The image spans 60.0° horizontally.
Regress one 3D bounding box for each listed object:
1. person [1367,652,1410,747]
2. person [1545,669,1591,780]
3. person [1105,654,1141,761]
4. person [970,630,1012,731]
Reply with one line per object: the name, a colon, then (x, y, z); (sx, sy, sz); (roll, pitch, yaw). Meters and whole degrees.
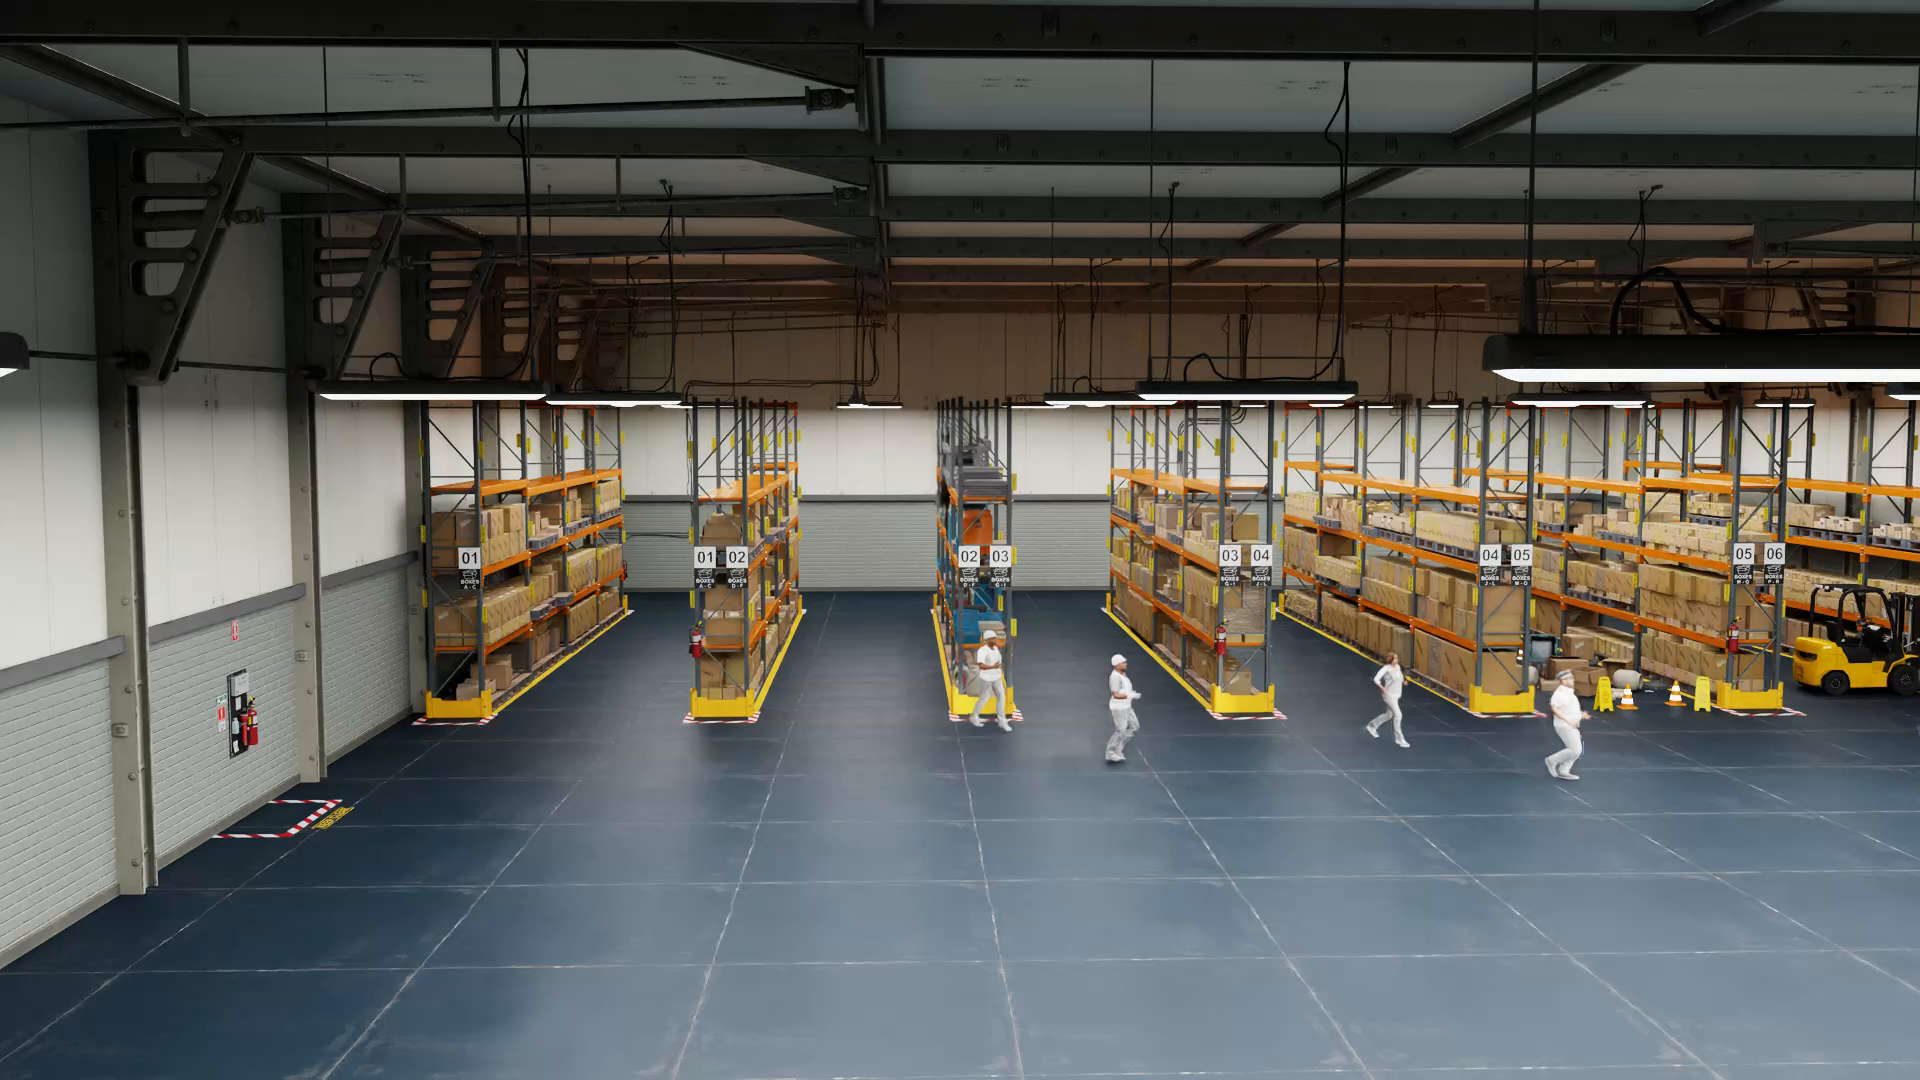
person: (7.395, 2.721, 28.627); (0.819, 1.595, 0.525); (4, 6, 42)
person: (9.435, 2.862, 25.813); (0.619, 1.728, 0.658); (2, 5, 29)
person: (2.679, 2.746, 27.104); (0.633, 1.767, 0.662); (2, 5, 19)
person: (0.554, 2.509, 29.836); (0.841, 1.789, 0.705); (4, 6, 38)
